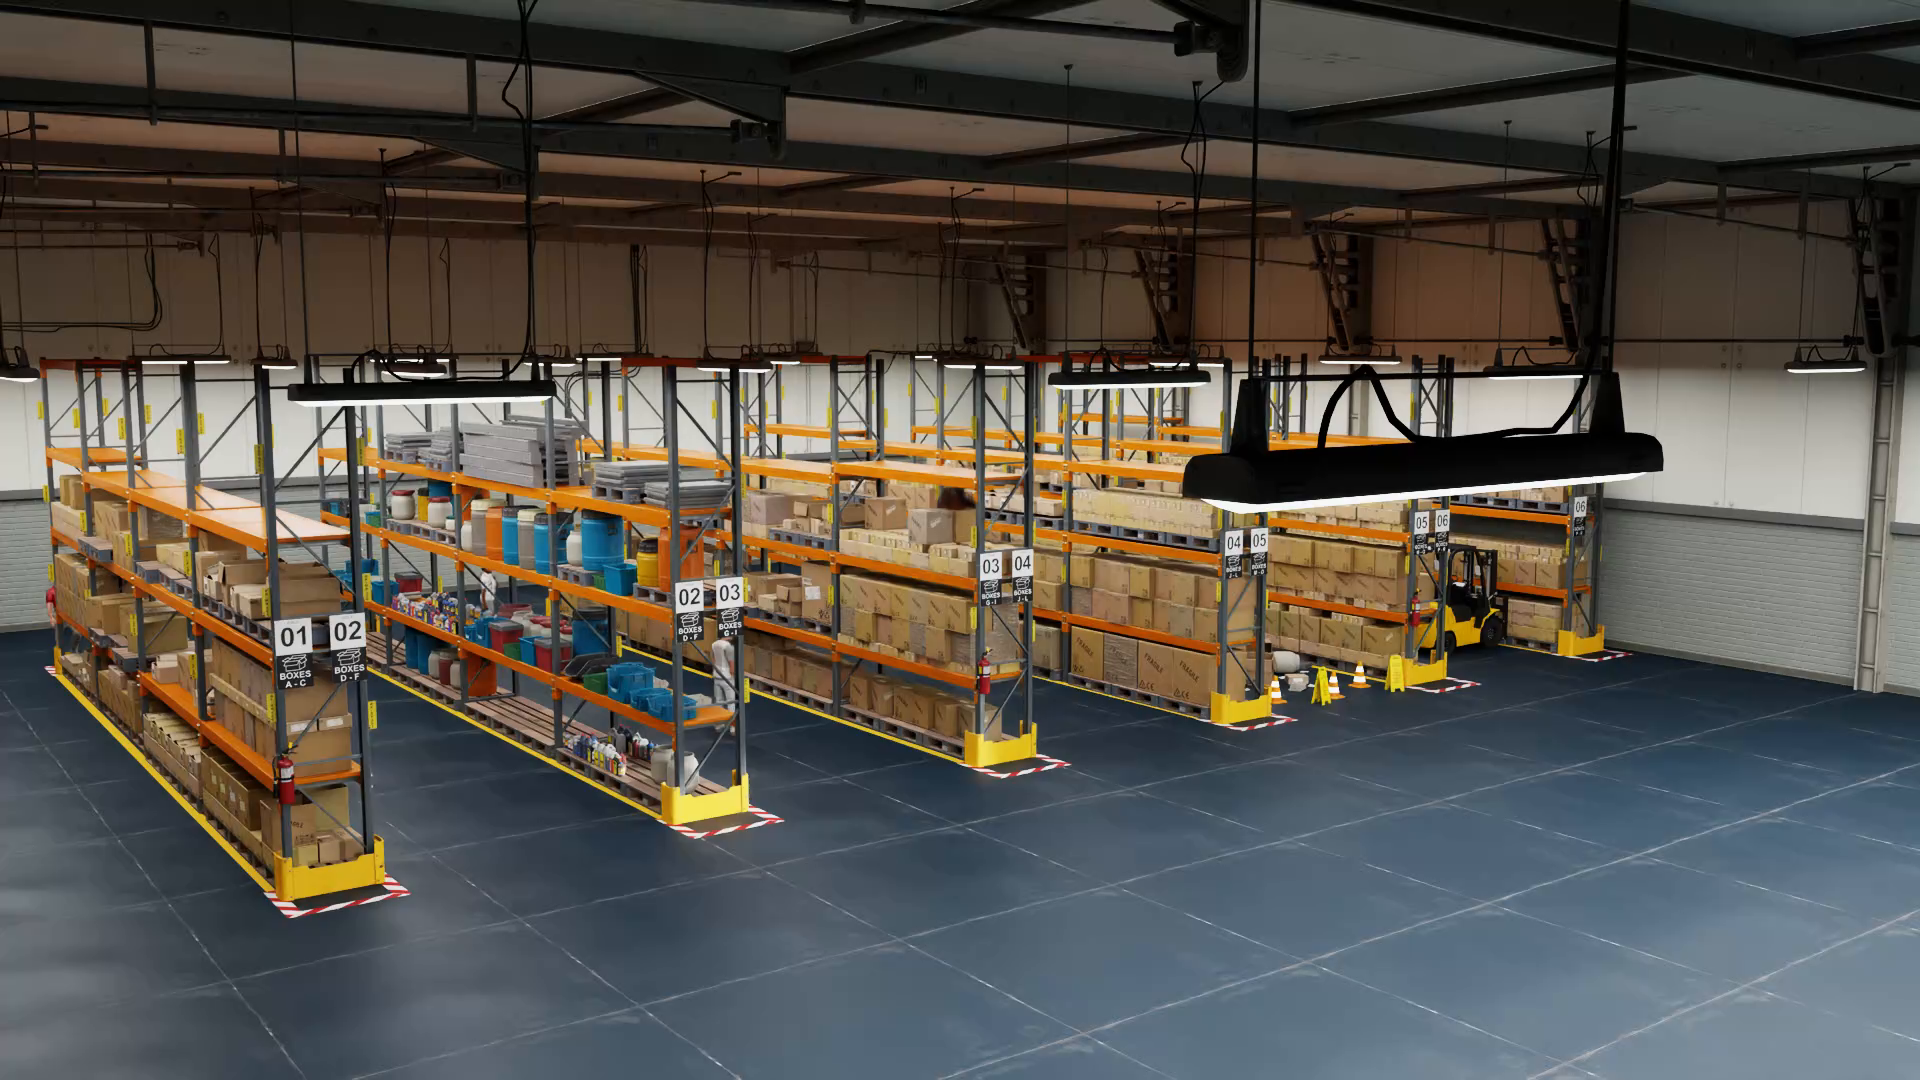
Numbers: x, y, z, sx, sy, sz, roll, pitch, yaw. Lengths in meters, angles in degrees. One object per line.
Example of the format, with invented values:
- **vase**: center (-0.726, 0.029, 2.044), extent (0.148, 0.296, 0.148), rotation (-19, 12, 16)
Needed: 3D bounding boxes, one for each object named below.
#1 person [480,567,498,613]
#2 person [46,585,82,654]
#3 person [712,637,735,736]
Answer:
- **person**: center (-9.918, 1.288, 35.156), extent (0.517, 1.707, 0.495), rotation (-1, 7, -10)
- **person**: center (-17.728, 1.538, 32.915), extent (0.626, 1.740, 0.507), rotation (-6, 9, -40)
- **person**: center (-3.732, 2.231, 26.715), extent (0.402, 1.791, 0.617), rotation (-6, 9, -43)
